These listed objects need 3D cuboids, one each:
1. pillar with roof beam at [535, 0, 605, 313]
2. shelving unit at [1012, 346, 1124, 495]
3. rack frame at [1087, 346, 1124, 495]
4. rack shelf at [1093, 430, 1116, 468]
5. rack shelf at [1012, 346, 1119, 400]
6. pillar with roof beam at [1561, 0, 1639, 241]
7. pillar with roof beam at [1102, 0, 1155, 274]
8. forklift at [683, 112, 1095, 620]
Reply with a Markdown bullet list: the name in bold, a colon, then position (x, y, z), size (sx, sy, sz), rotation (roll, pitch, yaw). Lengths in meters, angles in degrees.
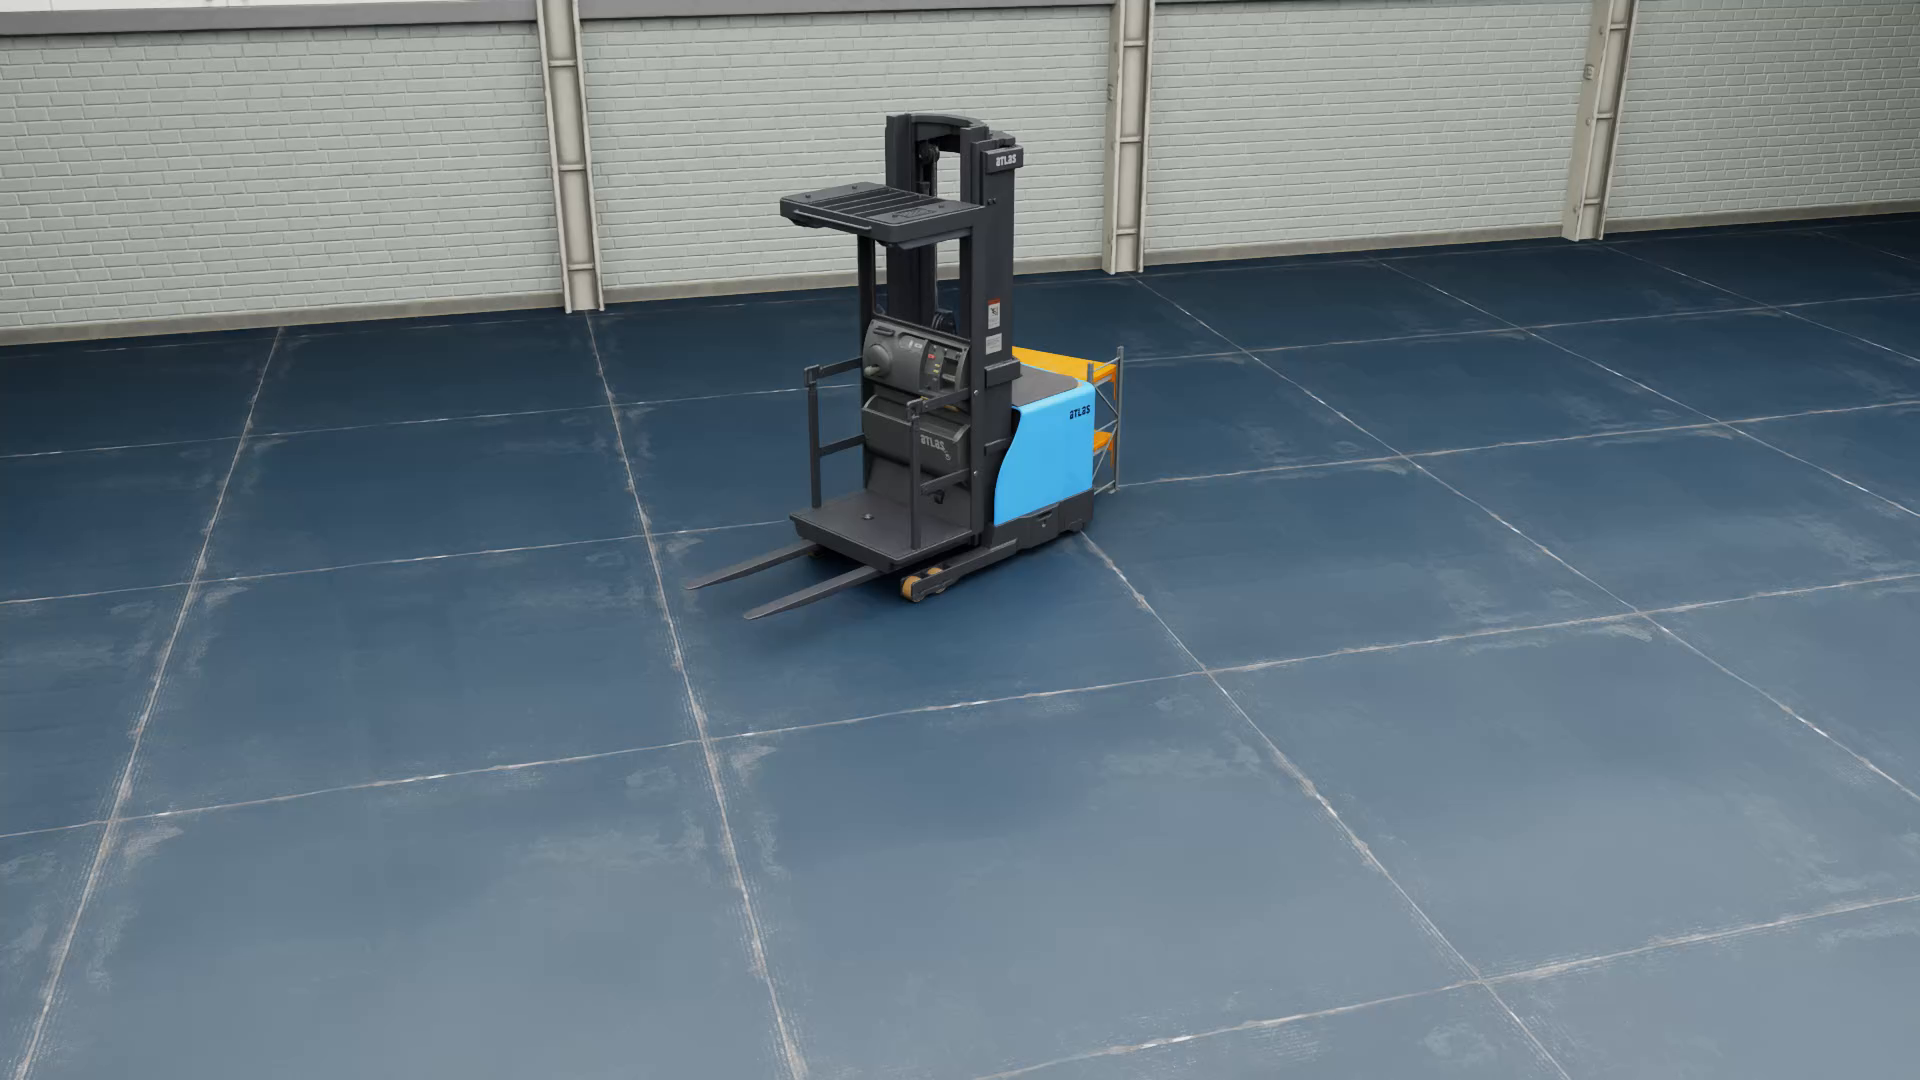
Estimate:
- **pillar with roof beam**: position (-2.771, -4.932, 11.831), size (0.400, 9.000, 9.100), rotation (-6, 24, -14)
- **shelving unit**: position (0.626, -0.930, 12.490), size (1.048, 1.125, 0.538), rotation (14, 27, 30)
- **rack frame**: position (1.054, -0.821, 12.237), size (0.032, 1.125, 0.500), rotation (14, 27, 30)
- **rack shelf**: position (0.626, -0.705, 12.586), size (1.000, 0.278, 0.538), rotation (14, 27, 30)
- **rack shelf**: position (0.626, -1.199, 12.374), size (1.000, 0.278, 0.538), rotation (14, 27, 30)
- **pillar with roof beam**: position (8.783, -6.210, 14.810), size (0.400, 9.000, 9.100), rotation (-6, 24, -14)
- **pillar with roof beam**: position (3.006, -5.571, 13.321), size (0.400, 9.000, 9.100), rotation (-6, 24, -14)
- **forklift**: position (-0.443, -1.174, 10.769), size (3.031, 2.935, 1.130), rotation (-21, 31, -40)
